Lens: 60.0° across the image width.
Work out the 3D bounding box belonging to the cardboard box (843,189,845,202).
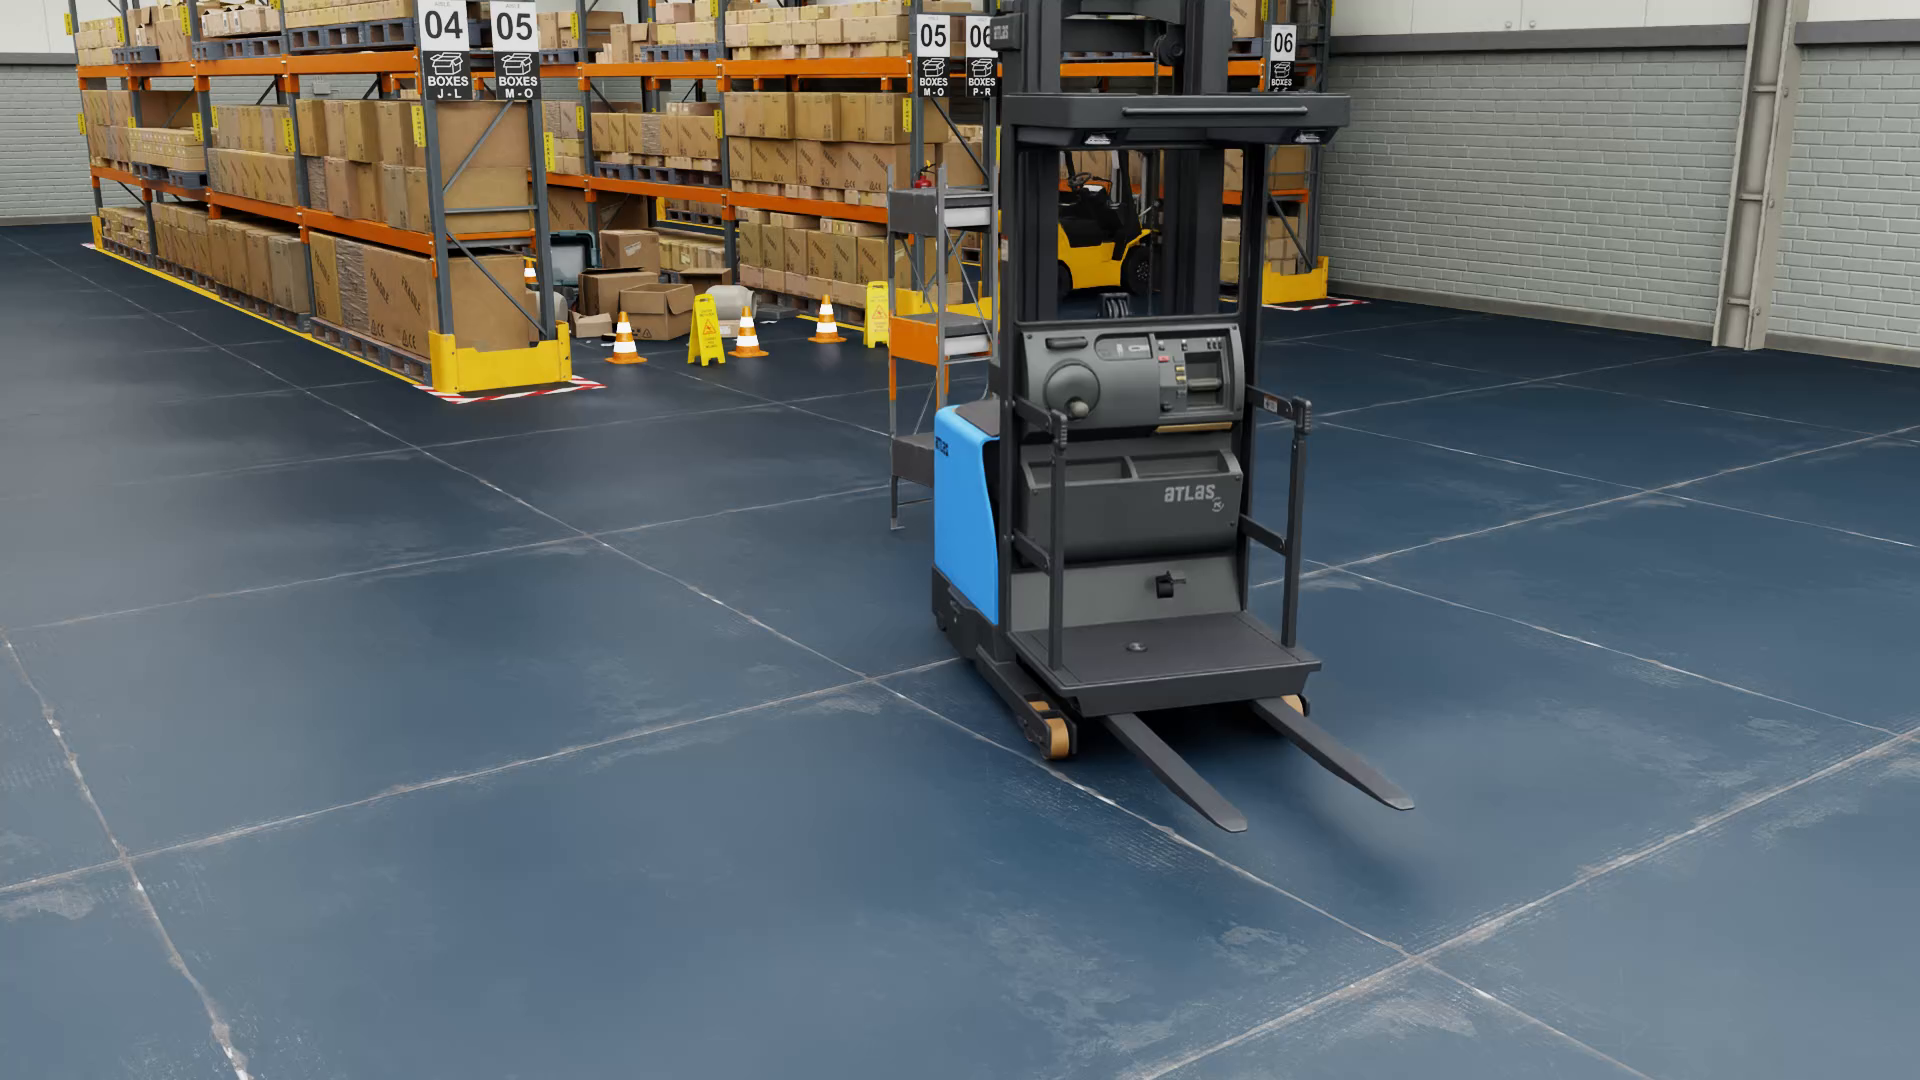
[{"bbox_3d":[-1.043,-3.753,18.083,0.380,0.149,0.250,-11,19,-34],"label":"cardboard box"}]

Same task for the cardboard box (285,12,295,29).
[{"bbox_3d":[-6.422,-5.116,16.395,0.380,0.149,0.250,-11,19,-35],"label":"cardboard box"}]

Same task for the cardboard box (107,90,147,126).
[{"bbox_3d":[-12.158,-6.332,24.382,0.500,0.500,0.500,-10,18,-33],"label":"cardboard box"}]

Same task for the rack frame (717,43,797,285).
[{"bbox_3d":[-2.417,-4.460,20.190,1.000,3.000,0.127,-11,19,-35],"label":"rack frame"}]

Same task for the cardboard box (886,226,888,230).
[{"bbox_3d":[-0.929,-3.284,18.883,0.500,0.500,0.500,-10,18,-33],"label":"cardboard box"}]

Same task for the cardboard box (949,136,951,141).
[{"bbox_3d":[-0.106,-5.900,24.788,0.500,0.250,0.500,-11,19,-36],"label":"cardboard box"}]

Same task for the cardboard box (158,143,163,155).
[{"bbox_3d":[-10.132,-5.059,21.495,0.380,0.149,0.250,-10,18,-33],"label":"cardboard box"}]

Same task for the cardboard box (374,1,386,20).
[{"bbox_3d":[-4.778,-4.520,14.216,0.380,0.149,0.250,-11,19,-34],"label":"cardboard box"}]

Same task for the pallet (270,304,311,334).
[{"bbox_3d":[-6.876,-2.478,18.231,1.003,0.211,1.213,-11,19,-35],"label":"pallet"}]

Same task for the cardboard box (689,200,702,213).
[{"bbox_3d":[-4.705,-6.457,31.425,0.700,0.500,0.500,-10,18,-32],"label":"cardboard box"}]

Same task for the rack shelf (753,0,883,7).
[{"bbox_3d":[-1.932,-8.866,27.045,1.077,0.370,4.000,-11,19,-35],"label":"rack shelf"}]

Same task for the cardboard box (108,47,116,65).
[{"bbox_3d":[-11.856,-6.924,23.795,0.500,0.250,0.500,-11,19,-35],"label":"cardboard box"}]

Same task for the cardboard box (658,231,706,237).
[{"bbox_3d":[-4.004,-3.971,22.584,0.950,0.372,0.625,-11,19,-36],"label":"cardboard box"}]

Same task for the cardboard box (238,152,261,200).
[{"bbox_3d":[-7.779,-4.112,18.729,0.500,0.500,0.500,-11,19,-35],"label":"cardboard box"}]

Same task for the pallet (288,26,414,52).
[{"bbox_3d":[-5.889,-4.898,16.275,1.003,0.211,1.213,-11,19,-35],"label":"pallet"}]

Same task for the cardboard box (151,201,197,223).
[{"bbox_3d":[-10.844,-4.538,22.994,0.500,0.250,0.500,-12,19,-37],"label":"cardboard box"}]

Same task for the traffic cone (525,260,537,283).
[{"bbox_3d":[-5.258,-3.191,20.357,0.336,0.463,0.334,-11,19,-35],"label":"traffic cone"}]

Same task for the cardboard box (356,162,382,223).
[{"bbox_3d":[-5.178,-3.320,15.742,0.875,0.550,0.500,-11,19,-35],"label":"cardboard box"}]

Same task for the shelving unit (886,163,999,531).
[{"bbox_3d":[-0.097,-1.048,9.428,0.431,2.100,0.503,-11,19,-35],"label":"shelving unit"}]

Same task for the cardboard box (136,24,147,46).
[{"bbox_3d":[-10.717,-6.764,22.300,0.500,0.311,0.500,-11,19,-35],"label":"cardboard box"}]

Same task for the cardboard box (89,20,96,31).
[{"bbox_3d":[-12.717,-7.648,24.736,0.380,0.149,0.250,-10,18,-33],"label":"cardboard box"}]

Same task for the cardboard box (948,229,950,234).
[{"bbox_3d":[-0.010,-4.869,25.387,0.875,0.625,0.625,-10,18,-33],"label":"cardboard box"}]

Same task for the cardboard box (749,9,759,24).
[{"bbox_3d":[-2.171,-5.944,18.893,0.380,0.149,0.250,-12,19,-36],"label":"cardboard box"}]

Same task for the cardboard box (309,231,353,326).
[{"bbox_3d":[-6.048,-2.703,16.998,0.875,0.875,0.875,-11,19,-34],"label":"cardboard box"}]

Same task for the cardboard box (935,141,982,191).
[{"bbox_3d":[-0.119,-3.942,17.543,0.500,0.500,0.500,-11,19,-35],"label":"cardboard box"}]

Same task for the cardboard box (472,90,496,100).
[{"bbox_3d":[-7.559,-7.028,26.260,0.380,0.149,0.250,-11,19,-36],"label":"cardboard box"}]

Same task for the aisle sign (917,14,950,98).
[{"bbox_3d":[-0.263,-4.802,16.513,0.394,0.787,0.004,-11,19,-35],"label":"aisle sign"}]

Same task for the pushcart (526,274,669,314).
[{"bbox_3d":[-4.232,-2.831,19.204,0.936,0.377,1.648,10,18,33],"label":"pushcart"}]

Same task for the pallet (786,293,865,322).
[{"bbox_3d":[-1.272,-2.716,19.101,1.003,0.211,1.213,-11,19,-35],"label":"pallet"}]

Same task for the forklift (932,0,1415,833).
[{"bbox_3d":[0.765,-0.674,6.486,1.130,2.935,3.031,-4,16,-16],"label":"forklift"}]

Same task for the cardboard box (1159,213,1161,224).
[{"bbox_3d":[2.815,-4.000,21.028,0.500,0.250,0.500,-11,19,-34],"label":"cardboard box"}]

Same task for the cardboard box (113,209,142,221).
[{"bbox_3d":[-12.867,-5.028,25.744,0.380,0.149,0.250,-12,19,-37],"label":"cardboard box"}]

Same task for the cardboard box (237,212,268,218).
[{"bbox_3d":[-8.923,-4.068,21.275,0.500,0.250,0.500,-12,19,-37],"label":"cardboard box"}]

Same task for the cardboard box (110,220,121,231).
[{"bbox_3d":[-12.923,-4.874,25.745,0.380,0.149,0.250,-10,18,-33],"label":"cardboard box"}]

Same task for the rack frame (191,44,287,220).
[{"bbox_3d":[-8.713,-4.524,20.424,1.000,3.000,0.127,-11,19,-35],"label":"rack frame"}]

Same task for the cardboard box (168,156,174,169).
[{"bbox_3d":[-9.815,-4.802,21.118,0.380,0.149,0.250,-11,19,-35],"label":"cardboard box"}]

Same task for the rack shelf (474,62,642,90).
[{"bbox_3d":[-5.945,-6.841,24.570,1.077,0.370,4.000,-11,19,-35],"label":"rack shelf"}]

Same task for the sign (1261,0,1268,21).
[{"bbox_3d":[3.501,-6.132,19.088,0.100,0.325,0.005,-11,19,-35],"label":"sign"}]

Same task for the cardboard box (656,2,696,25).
[{"bbox_3d":[-3.478,-6.597,20.856,0.500,0.250,0.500,-10,18,-34],"label":"cardboard box"}]

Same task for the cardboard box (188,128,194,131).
[{"bbox_3d":[-10.362,-5.579,22.830,0.380,0.149,0.250,-12,19,-36],"label":"cardboard box"}]

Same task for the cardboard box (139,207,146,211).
[{"bbox_3d":[-12.799,-5.211,26.410,0.380,0.149,0.250,-10,18,-33],"label":"cardboard box"}]

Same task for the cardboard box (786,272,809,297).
[{"bbox_3d":[-1.651,-2.943,19.061,0.500,0.250,0.500,-11,19,-35],"label":"cardboard box"}]

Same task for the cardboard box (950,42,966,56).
[{"bbox_3d":[0.003,-5.053,17.149,0.380,0.149,0.250,-11,19,-34],"label":"cardboard box"}]

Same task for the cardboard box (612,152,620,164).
[{"bbox_3d":[-4.465,-5.166,22.450,0.380,0.149,0.250,-12,20,-38],"label":"cardboard box"}]

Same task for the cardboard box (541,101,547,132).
[{"bbox_3d":[-5.879,-6.130,24.207,0.500,0.500,0.500,-11,19,-34],"label":"cardboard box"}]

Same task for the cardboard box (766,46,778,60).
[{"bbox_3d":[-1.973,-5.521,18.860,0.380,0.149,0.250,-10,18,-33],"label":"cardboard box"}]

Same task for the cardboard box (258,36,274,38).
[{"bbox_3d":[-7.856,-6.002,19.326,0.500,0.311,0.500,-11,19,-35],"label":"cardboard box"}]

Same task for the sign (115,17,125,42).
[{"bbox_3d":[-11.500,-6.989,22.767,0.100,0.325,0.005,-11,19,-35],"label":"sign"}]

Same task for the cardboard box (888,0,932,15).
[{"bbox_3d":[-0.503,-5.343,16.697,0.380,0.149,0.250,-11,19,-34],"label":"cardboard box"}]

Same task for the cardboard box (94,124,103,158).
[{"bbox_3d":[-13.041,-6.175,25.703,0.500,0.500,0.500,-11,19,-34],"label":"cardboard box"}]

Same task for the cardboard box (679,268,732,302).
[{"bbox_3d":[-2.887,-2.816,18.912,0.500,0.500,0.500,1,15,4],"label":"cardboard box"}]

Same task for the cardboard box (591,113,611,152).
[{"bbox_3d":[-4.691,-5.576,22.720,0.500,0.500,0.500,-12,19,-36],"label":"cardboard box"}]

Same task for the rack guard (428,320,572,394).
[{"bbox_3d":[-3.995,-1.605,14.494,1.175,0.500,0.348,-11,19,-35],"label":"rack guard"}]

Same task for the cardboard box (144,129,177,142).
[{"bbox_3d":[-10.592,-5.369,22.065,0.380,0.149,0.250,-11,19,-35],"label":"cardboard box"}]

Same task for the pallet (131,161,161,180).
[{"bbox_3d":[-10.733,-5.100,22.892,1.003,0.211,1.213,-11,19,-35],"label":"pallet"}]
